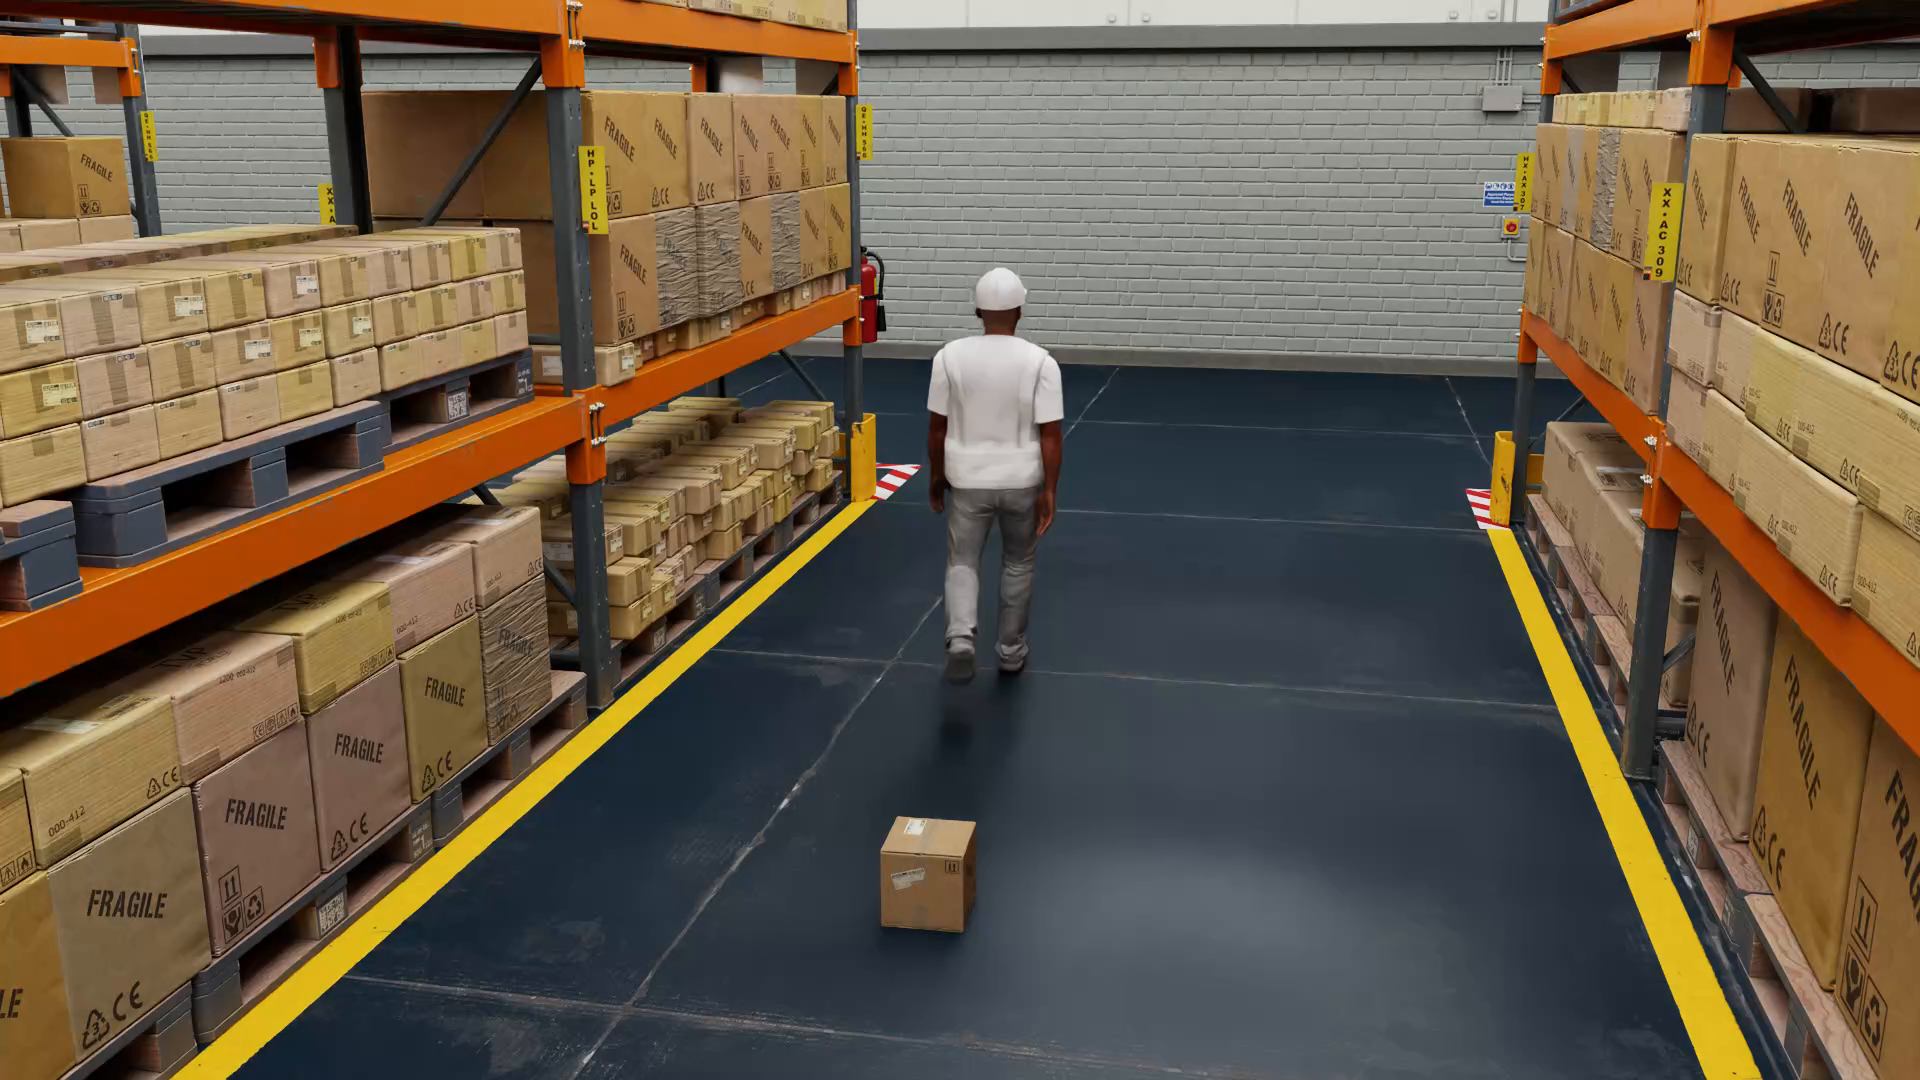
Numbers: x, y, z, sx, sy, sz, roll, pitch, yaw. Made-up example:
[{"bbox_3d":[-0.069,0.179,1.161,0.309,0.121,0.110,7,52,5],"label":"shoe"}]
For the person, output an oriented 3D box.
[{"bbox_3d":[0.141,-0.243,6.850,0.564,1.739,0.857,1,15,5],"label":"person"}]
